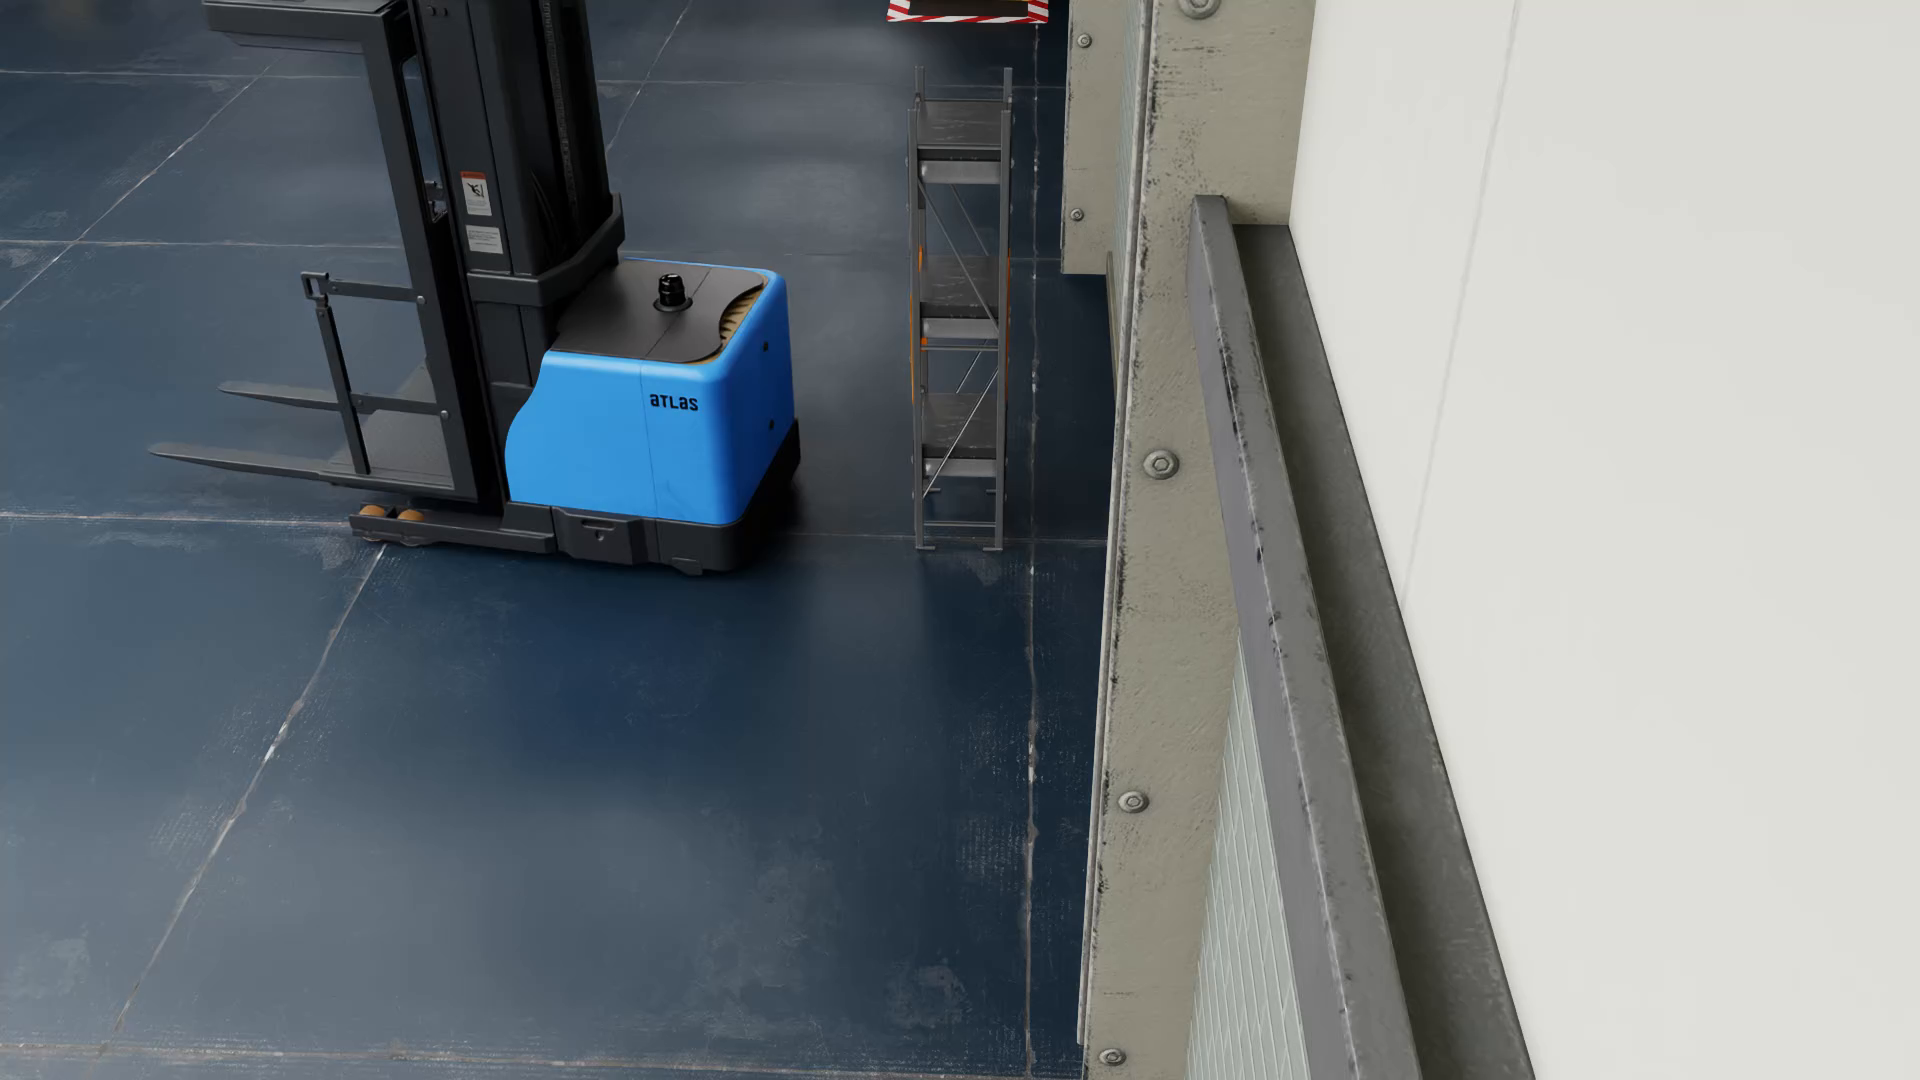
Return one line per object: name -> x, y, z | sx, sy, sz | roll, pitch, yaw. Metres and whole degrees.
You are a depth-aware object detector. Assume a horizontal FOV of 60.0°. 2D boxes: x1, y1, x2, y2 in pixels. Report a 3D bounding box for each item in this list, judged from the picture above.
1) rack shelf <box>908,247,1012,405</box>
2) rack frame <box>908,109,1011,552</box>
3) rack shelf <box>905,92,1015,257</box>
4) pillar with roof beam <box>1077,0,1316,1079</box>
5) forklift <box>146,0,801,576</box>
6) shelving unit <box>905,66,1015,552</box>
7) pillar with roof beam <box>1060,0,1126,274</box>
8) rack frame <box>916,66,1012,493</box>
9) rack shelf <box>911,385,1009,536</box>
rack shelf -> 0.007, -0.943, 7.289 | 0.431, 0.518, 0.480 | 1, 35, 2
rack frame -> -0.003, -0.814, 7.082 | 0.400, 2.100, 0.015 | 1, 35, 2
rack shelf -> 0.007, -1.516, 6.887 | 0.431, 0.518, 0.480 | 1, 35, 2
pillar with roof beam -> -3.771, -2.054, 2.847 | 9.100, 9.000, 0.400 | 1, 35, 2
forklift -> -2.354, -1.459, 7.277 | 3.031, 2.935, 1.130 | 7, 36, 9
shelving unit -> 0.007, -0.954, 7.282 | 0.431, 2.100, 0.503 | 1, 35, 2
pillar with roof beam -> -3.530, -5.502, 7.752 | 9.100, 9.000, 0.400 | 1, 35, 2
rack frame -> 0.016, -1.094, 7.481 | 0.400, 2.100, 0.015 | 1, 35, 2
rack shelf -> 0.007, -0.370, 7.692 | 0.431, 0.518, 0.480 | 1, 35, 2
